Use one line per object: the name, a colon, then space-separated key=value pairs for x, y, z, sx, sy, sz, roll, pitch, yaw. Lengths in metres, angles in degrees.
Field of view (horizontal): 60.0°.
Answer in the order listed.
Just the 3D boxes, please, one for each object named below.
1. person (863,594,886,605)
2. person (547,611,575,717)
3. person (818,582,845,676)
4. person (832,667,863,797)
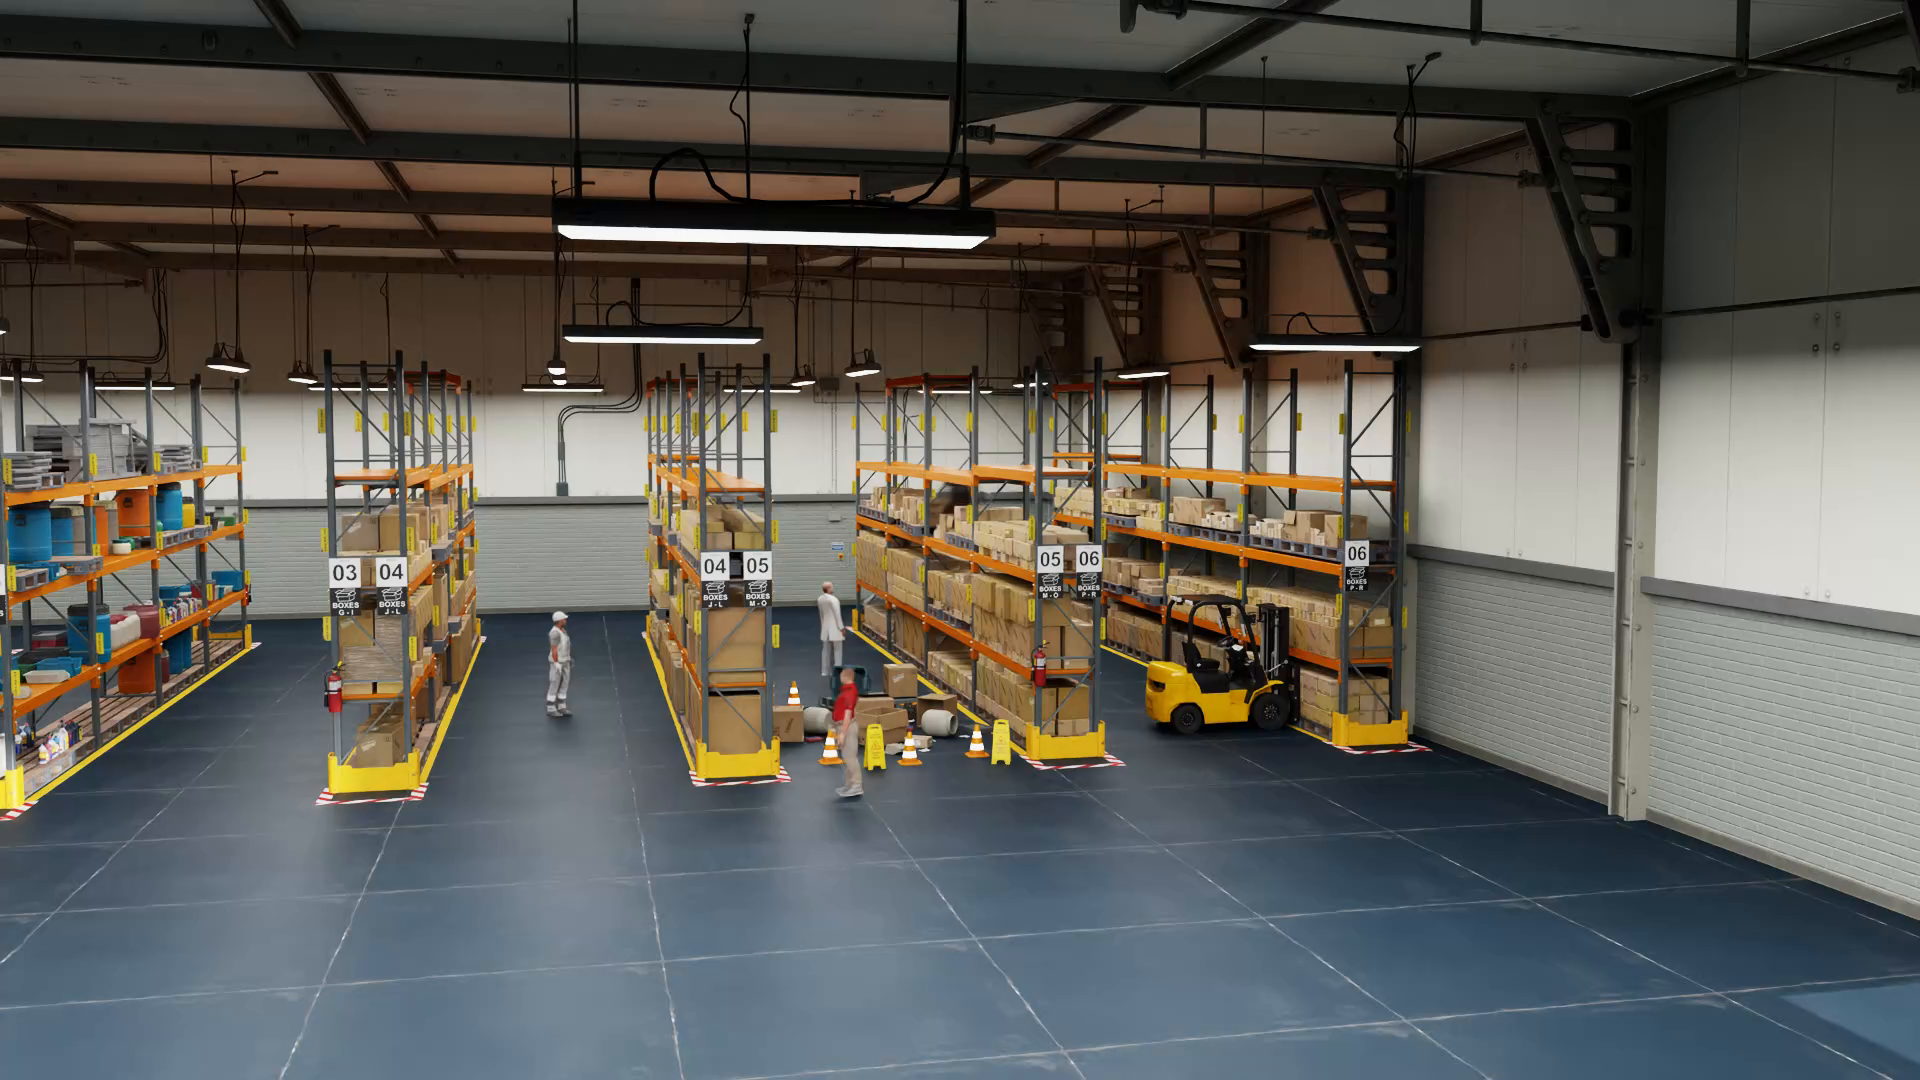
person: x=-2.106 y=1.056 z=44.130 sx=0.901 sy=1.735 sz=0.561 roll=2 pitch=4 yaw=25
person: x=-6.869 y=2.114 z=28.572 sx=0.353 sy=1.802 sz=0.599 roll=1 pitch=4 yaw=17
person: x=-2.385 y=1.659 z=31.065 sx=0.589 sy=1.777 sz=0.450 roll=2 pitch=5 yaw=28
person: x=-1.519 y=2.585 z=22.430 sx=0.420 sy=1.747 sz=0.626 roll=0 pitch=4 yaw=-4
